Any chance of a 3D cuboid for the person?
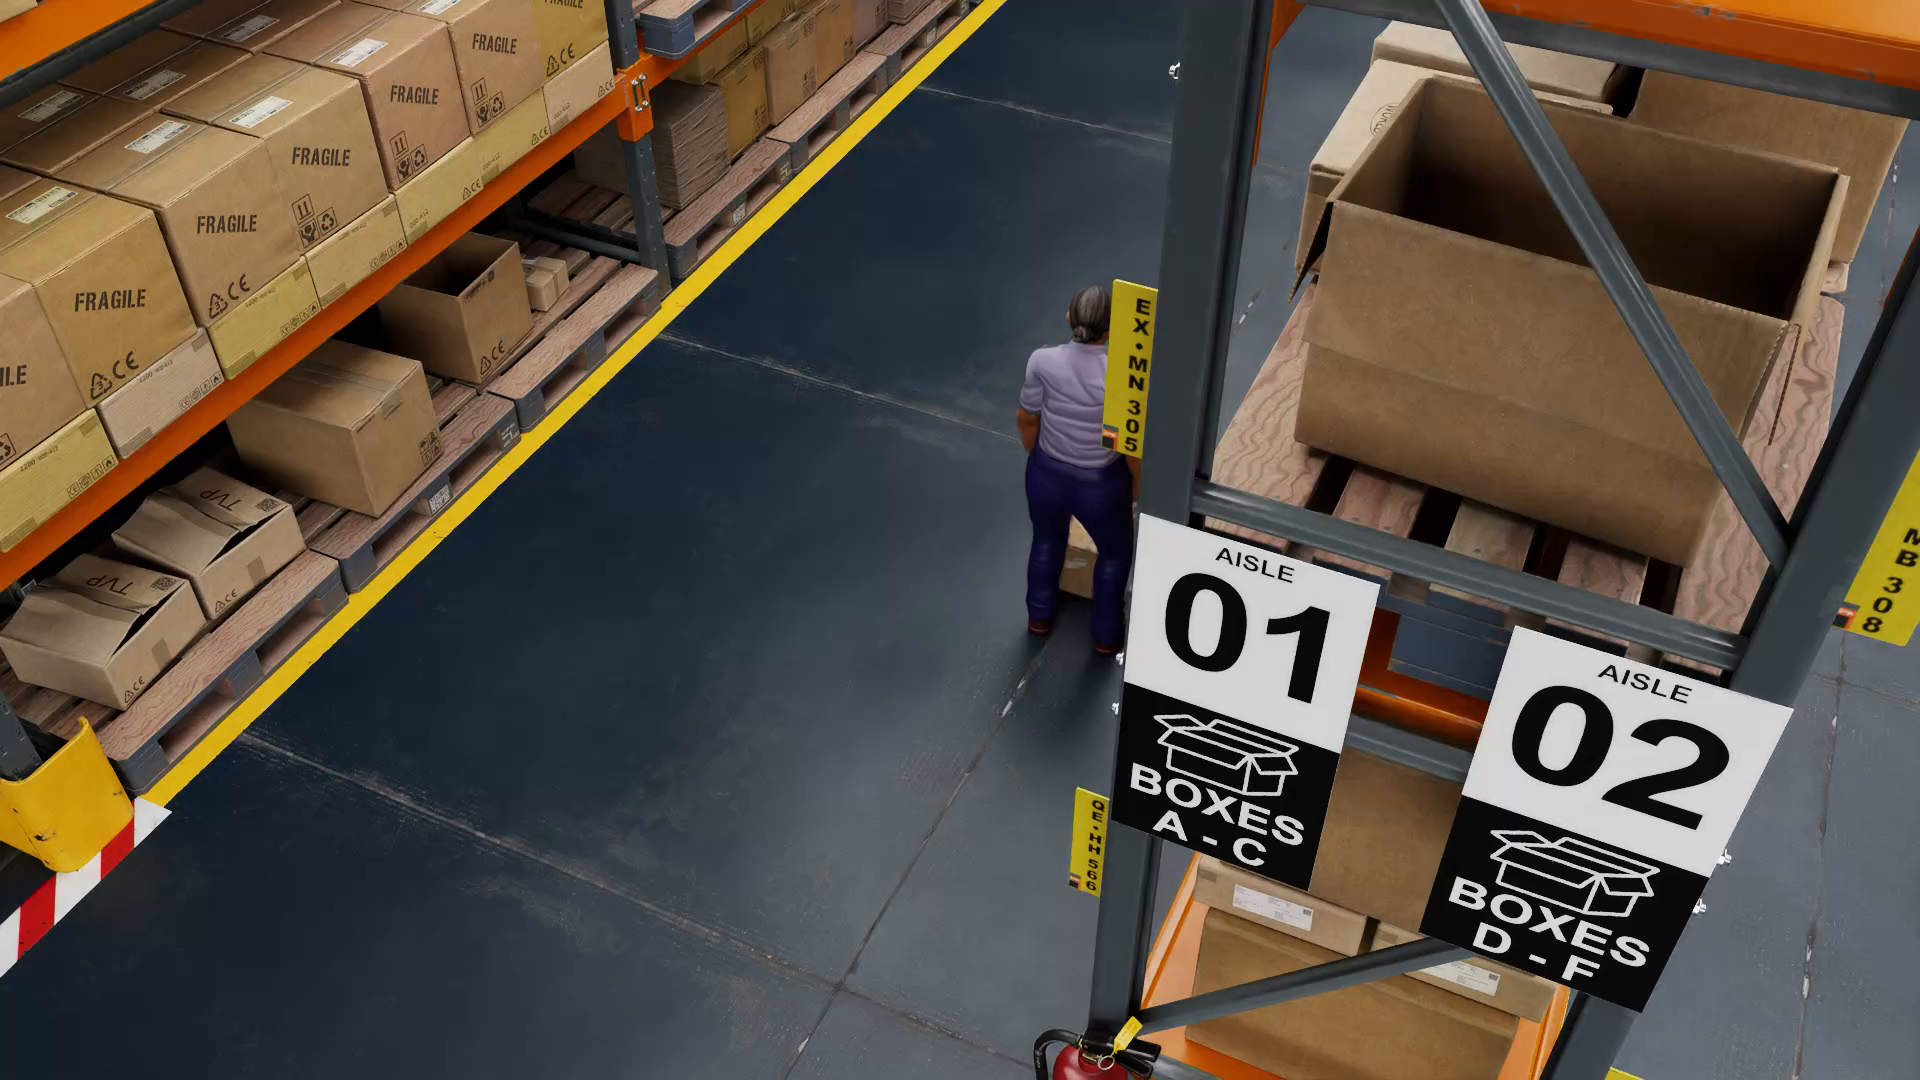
[{"bbox_3d":[0.478,-0.245,6.435,0.535,1.653,0.373,17,45,17],"label":"person"}]
